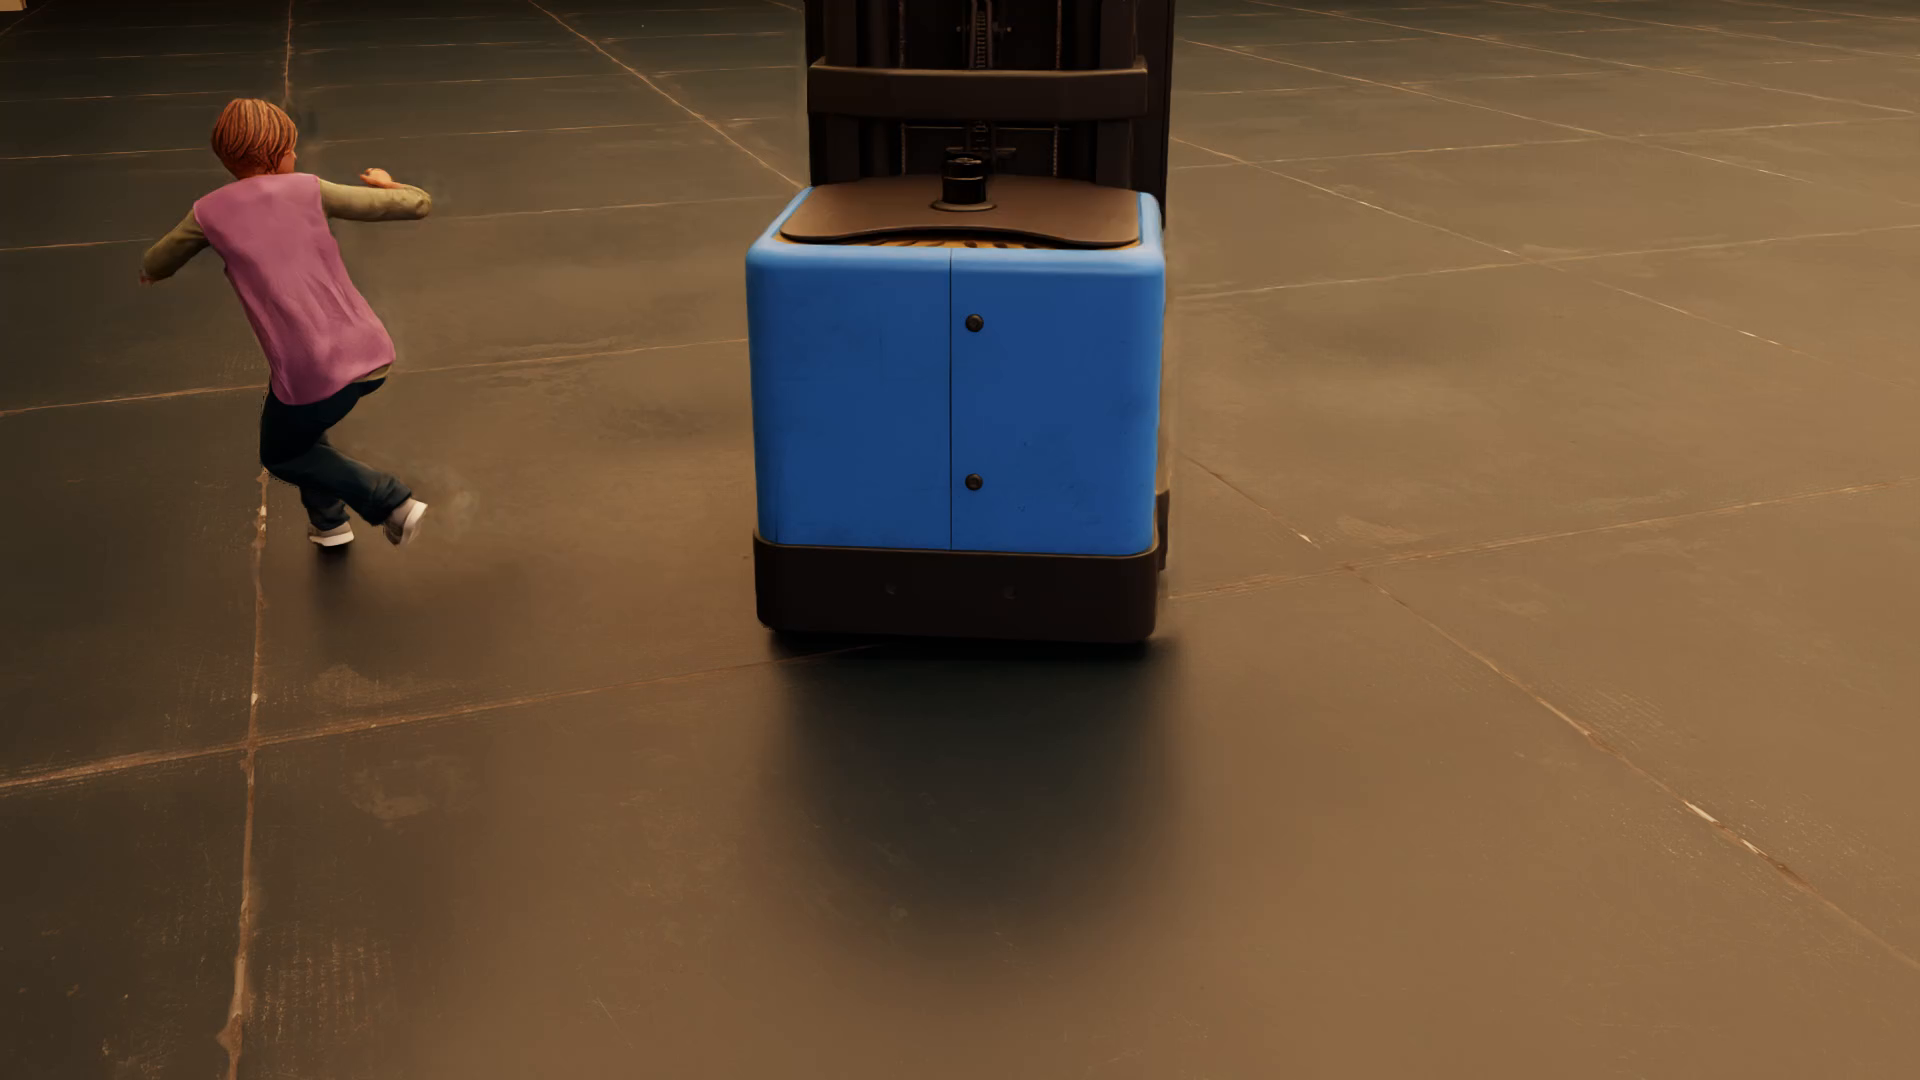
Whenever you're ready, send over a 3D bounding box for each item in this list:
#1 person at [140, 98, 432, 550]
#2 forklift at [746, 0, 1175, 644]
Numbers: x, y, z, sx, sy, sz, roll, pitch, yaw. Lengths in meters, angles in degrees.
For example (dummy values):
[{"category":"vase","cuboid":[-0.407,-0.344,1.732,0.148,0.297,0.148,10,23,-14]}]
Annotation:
[{"category":"person","cuboid":[-1.903,-0.599,4.825,0.988,1.326,0.674,18,29,36]},{"category":"forklift","cuboid":[0.108,-1.618,5.145,1.130,2.935,3.031,2,23,5]}]
